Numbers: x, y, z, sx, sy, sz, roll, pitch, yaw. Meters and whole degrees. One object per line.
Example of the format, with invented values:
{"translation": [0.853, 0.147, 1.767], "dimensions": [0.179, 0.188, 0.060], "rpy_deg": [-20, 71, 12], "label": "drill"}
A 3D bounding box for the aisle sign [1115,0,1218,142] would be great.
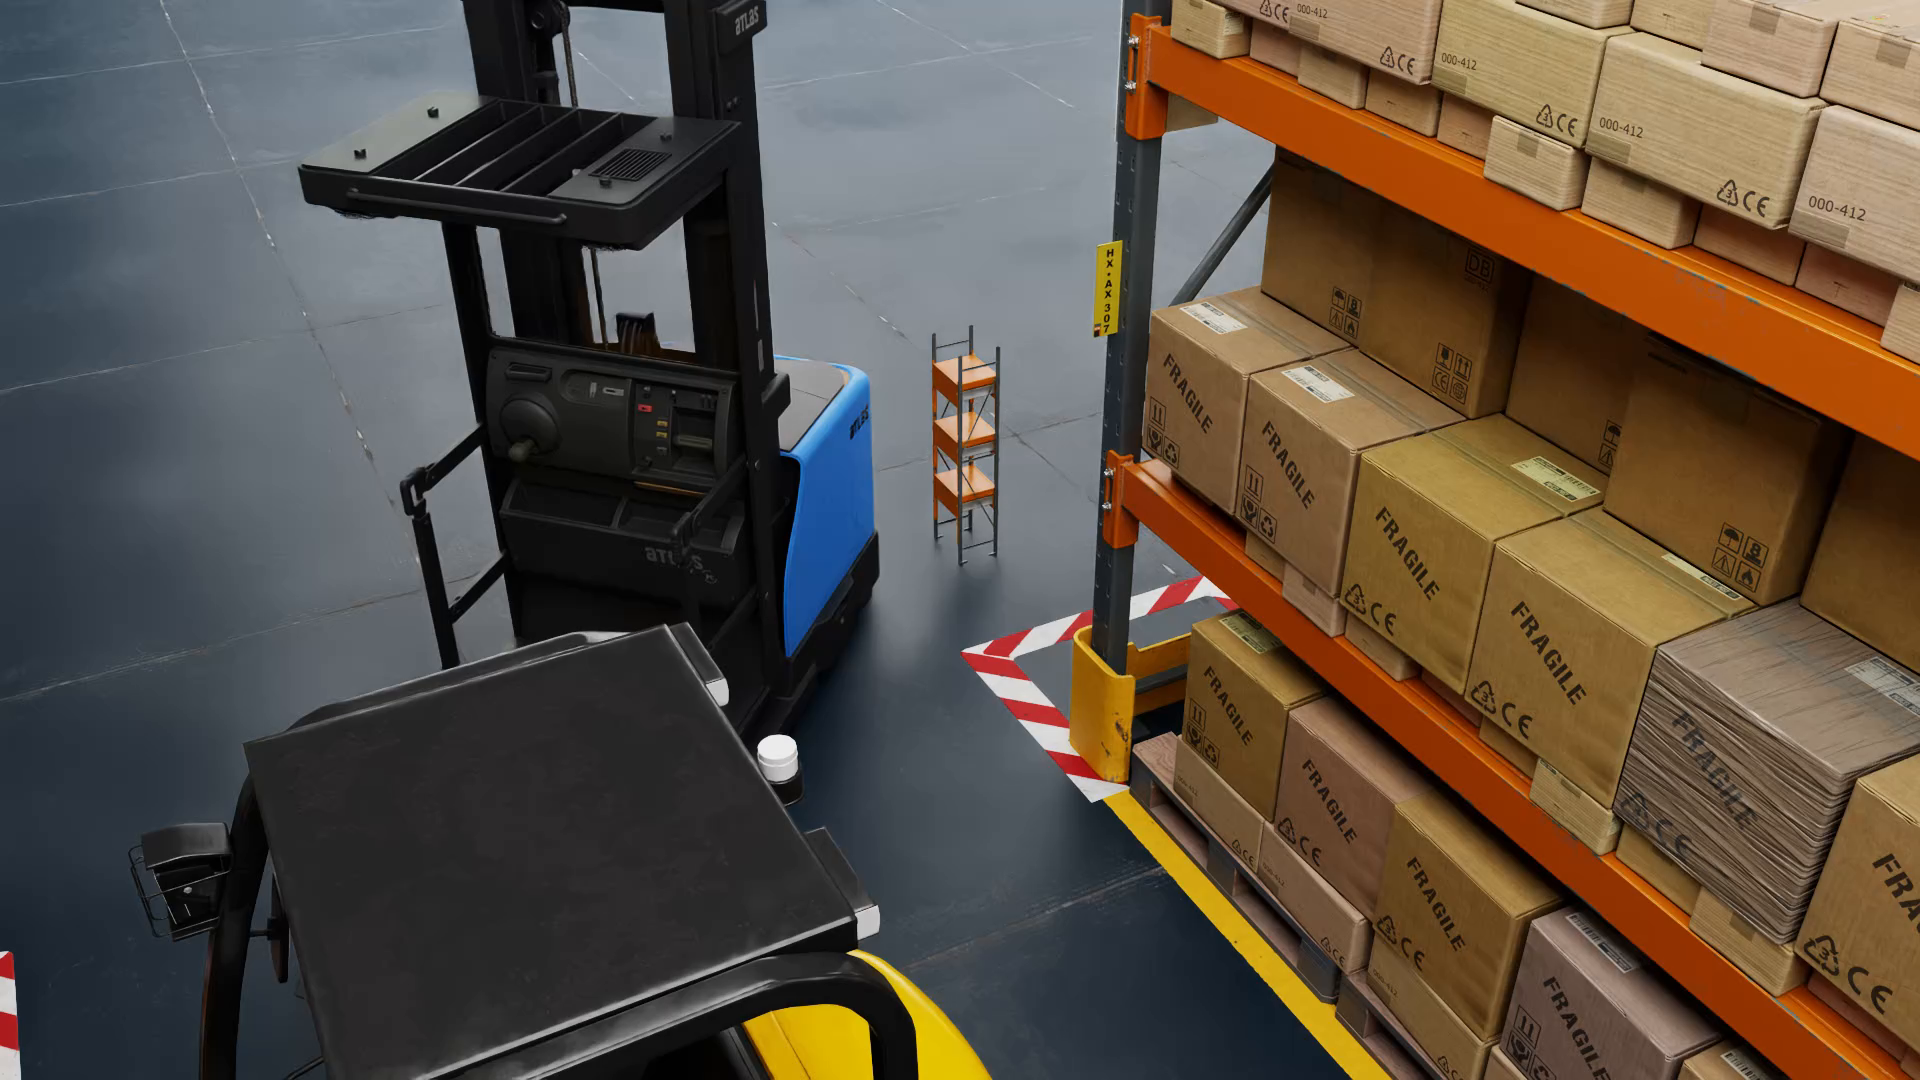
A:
{"translation": [0.663, -1.639, 5.118], "dimensions": [0.394, 0.787, 0.004], "rpy_deg": [-16, 36, -23], "label": "aisle sign"}

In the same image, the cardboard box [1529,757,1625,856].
{"translation": [1.691, 0.618, 4.238], "dimensions": [0.380, 0.149, 0.250], "rpy_deg": [-16, 36, -23], "label": "cardboard box"}

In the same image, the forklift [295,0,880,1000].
{"translation": [-1.285, -0.364, 5.601], "dimensions": [1.130, 2.935, 3.031], "rpy_deg": [10, 34, 15], "label": "forklift"}

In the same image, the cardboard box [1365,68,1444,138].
{"translation": [1.266, -1.160, 4.233], "dimensions": [0.380, 0.149, 0.250], "rpy_deg": [-16, 36, -23], "label": "cardboard box"}

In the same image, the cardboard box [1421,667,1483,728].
{"translation": [1.528, 0.350, 4.656], "dimensions": [0.380, 0.149, 0.250], "rpy_deg": [-15, 35, -22], "label": "cardboard box"}

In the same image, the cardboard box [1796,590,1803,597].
{"translation": [2.143, 0.156, 4.358], "dimensions": [0.500, 0.500, 0.500], "rpy_deg": [-15, 36, -23], "label": "cardboard box"}

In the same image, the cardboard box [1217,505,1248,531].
{"translation": [1.072, -0.156, 5.446], "dimensions": [0.380, 0.149, 0.250], "rpy_deg": [-15, 36, -22], "label": "cardboard box"}

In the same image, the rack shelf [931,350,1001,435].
{"translation": [0.025, -0.647, 7.280], "dimensions": [0.215, 0.259, 0.240], "rpy_deg": [-16, 36, -23], "label": "rack shelf"}

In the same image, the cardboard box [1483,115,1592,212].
{"translation": [1.440, -0.894, 3.818], "dimensions": [0.380, 0.149, 0.250], "rpy_deg": [-15, 36, -23], "label": "cardboard box"}

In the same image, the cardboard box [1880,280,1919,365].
{"translation": [1.947, -0.410, 3.061], "dimensions": [0.380, 0.149, 0.250], "rpy_deg": [-15, 36, -22], "label": "cardboard box"}

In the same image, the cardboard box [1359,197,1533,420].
{"translation": [1.627, -0.749, 4.843], "dimensions": [0.700, 0.500, 0.500], "rpy_deg": [-16, 36, -23], "label": "cardboard box"}

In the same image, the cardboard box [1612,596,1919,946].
{"translation": [1.912, 0.509, 3.807], "dimensions": [0.500, 0.500, 0.500], "rpy_deg": [-15, 36, -22], "label": "cardboard box"}

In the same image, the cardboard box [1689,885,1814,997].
{"translation": [1.935, 0.861, 3.858], "dimensions": [0.380, 0.149, 0.250], "rpy_deg": [-16, 36, -24], "label": "cardboard box"}

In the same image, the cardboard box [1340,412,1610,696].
{"translation": [1.425, 0.025, 4.562], "dimensions": [0.500, 0.500, 0.500], "rpy_deg": [-17, 36, -24], "label": "cardboard box"}

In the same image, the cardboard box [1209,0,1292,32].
{"translation": [0.965, -1.611, 4.567], "dimensions": [0.500, 0.250, 0.500], "rpy_deg": [-17, 36, -24], "label": "cardboard box"}

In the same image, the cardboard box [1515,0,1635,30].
{"translation": [1.446, -1.236, 3.612], "dimensions": [0.380, 0.149, 0.250], "rpy_deg": [-15, 36, -22], "label": "cardboard box"}

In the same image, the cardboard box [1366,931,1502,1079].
{"translation": [1.595, 1.345, 5.029], "dimensions": [0.500, 0.250, 0.500], "rpy_deg": [-13, 35, -20], "label": "cardboard box"}

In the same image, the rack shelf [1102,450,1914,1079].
{"translation": [1.899, 0.665, 4.599], "dimensions": [1.077, 0.370, 4.000], "rpy_deg": [-16, 36, -23], "label": "rack shelf"}

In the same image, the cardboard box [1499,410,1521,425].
{"translation": [1.693, -0.330, 5.117], "dimensions": [0.500, 0.500, 0.500], "rpy_deg": [-16, 36, -23], "label": "cardboard box"}

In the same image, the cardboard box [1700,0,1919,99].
{"translation": [1.683, -0.989, 3.227], "dimensions": [0.380, 0.149, 0.250], "rpy_deg": [-15, 36, -22], "label": "cardboard box"}

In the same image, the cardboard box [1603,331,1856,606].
{"translation": [2.066, -0.258, 4.077], "dimensions": [0.700, 0.500, 0.500], "rpy_deg": [-16, 36, -23], "label": "cardboard box"}

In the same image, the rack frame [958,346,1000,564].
{"translation": [0.082, -0.358, 7.336], "dimensions": [0.200, 1.050, 0.008], "rpy_deg": [-16, 36, -23], "label": "rack frame"}

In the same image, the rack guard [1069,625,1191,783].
{"translation": [1.002, 0.496, 6.512], "dimensions": [1.175, 0.500, 0.348], "rpy_deg": [-16, 36, -23], "label": "rack guard"}

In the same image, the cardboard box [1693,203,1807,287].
{"translation": [1.778, -0.677, 3.478], "dimensions": [0.380, 0.149, 0.250], "rpy_deg": [-16, 36, -24], "label": "cardboard box"}

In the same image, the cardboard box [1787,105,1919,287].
{"translation": [1.926, -0.640, 3.051], "dimensions": [0.500, 0.250, 0.500], "rpy_deg": [-16, 36, -24], "label": "cardboard box"}

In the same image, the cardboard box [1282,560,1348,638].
{"translation": [1.202, 0.124, 5.009], "dimensions": [0.380, 0.149, 0.250], "rpy_deg": [-15, 36, -22], "label": "cardboard box"}

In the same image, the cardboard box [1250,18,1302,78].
{"translation": [1.036, -1.407, 4.618], "dimensions": [0.380, 0.149, 0.250], "rpy_deg": [-17, 36, -25], "label": "cardboard box"}

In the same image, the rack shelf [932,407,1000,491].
{"translation": [0.025, -0.408, 7.433], "dimensions": [0.215, 0.259, 0.240], "rpy_deg": [-16, 36, -23], "label": "rack shelf"}

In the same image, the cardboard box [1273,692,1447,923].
{"translation": [1.357, 0.786, 5.206], "dimensions": [0.500, 0.500, 0.500], "rpy_deg": [-17, 36, -25], "label": "cardboard box"}

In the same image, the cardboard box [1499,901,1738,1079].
{"translation": [1.841, 1.281, 4.435], "dimensions": [0.500, 0.500, 0.500], "rpy_deg": [-14, 35, -21], "label": "cardboard box"}

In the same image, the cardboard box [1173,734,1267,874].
{"translation": [1.098, 0.843, 5.814], "dimensions": [0.500, 0.250, 0.500], "rpy_deg": [-16, 36, -23], "label": "cardboard box"}

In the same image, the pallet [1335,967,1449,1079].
{"translation": [1.914, 1.596, 5.064], "dimensions": [1.003, 0.211, 1.213], "rpy_deg": [-16, 36, -23], "label": "pallet"}

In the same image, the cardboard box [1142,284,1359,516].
{"translation": [0.942, -0.464, 5.326], "dimensions": [0.500, 0.500, 0.500], "rpy_deg": [-16, 36, -24], "label": "cardboard box"}

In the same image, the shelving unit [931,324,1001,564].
{"translation": [0.025, -0.417, 7.427], "dimensions": [0.215, 1.050, 0.252], "rpy_deg": [-16, 36, -23], "label": "shelving unit"}

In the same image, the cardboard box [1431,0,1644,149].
{"translation": [1.454, -1.128, 3.812], "dimensions": [0.500, 0.250, 0.500], "rpy_deg": [-15, 35, -22], "label": "cardboard box"}

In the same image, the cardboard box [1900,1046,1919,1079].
{"translation": [2.237, 1.084, 3.511], "dimensions": [0.380, 0.149, 0.250], "rpy_deg": [-16, 36, -23], "label": "cardboard box"}
